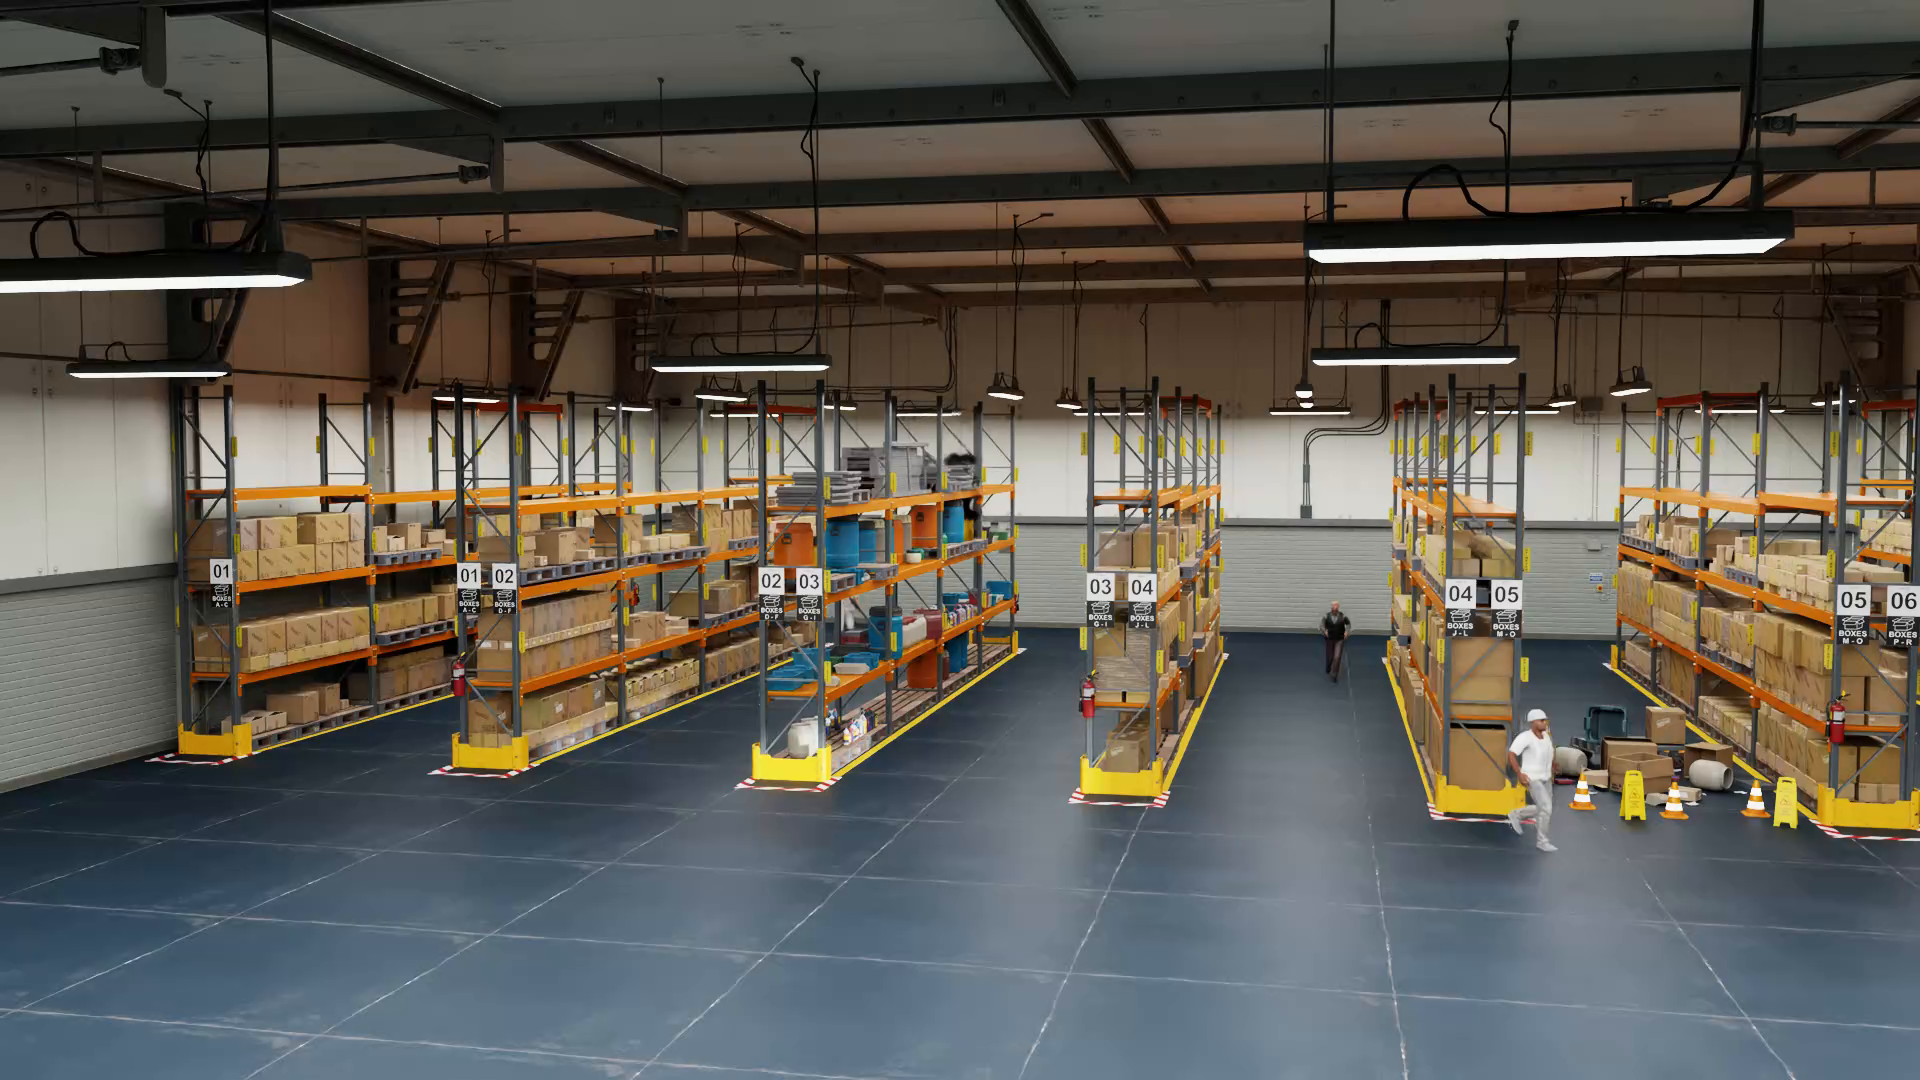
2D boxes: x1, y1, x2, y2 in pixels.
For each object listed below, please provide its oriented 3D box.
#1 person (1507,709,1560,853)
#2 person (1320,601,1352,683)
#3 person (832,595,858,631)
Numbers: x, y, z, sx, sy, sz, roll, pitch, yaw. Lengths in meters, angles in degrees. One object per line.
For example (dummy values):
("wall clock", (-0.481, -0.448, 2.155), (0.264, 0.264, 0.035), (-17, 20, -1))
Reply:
("person", (7.177, 2.981, 20.795), (0.741, 1.749, 0.736), (-3, 4, -40))
("person", (8.062, 2.166, 35.702), (0.670, 1.721, 0.830), (1, 3, 16))
("person", (-2.684, 1.725, 38.779), (0.648, 1.877, 0.766), (0, 3, 6))
